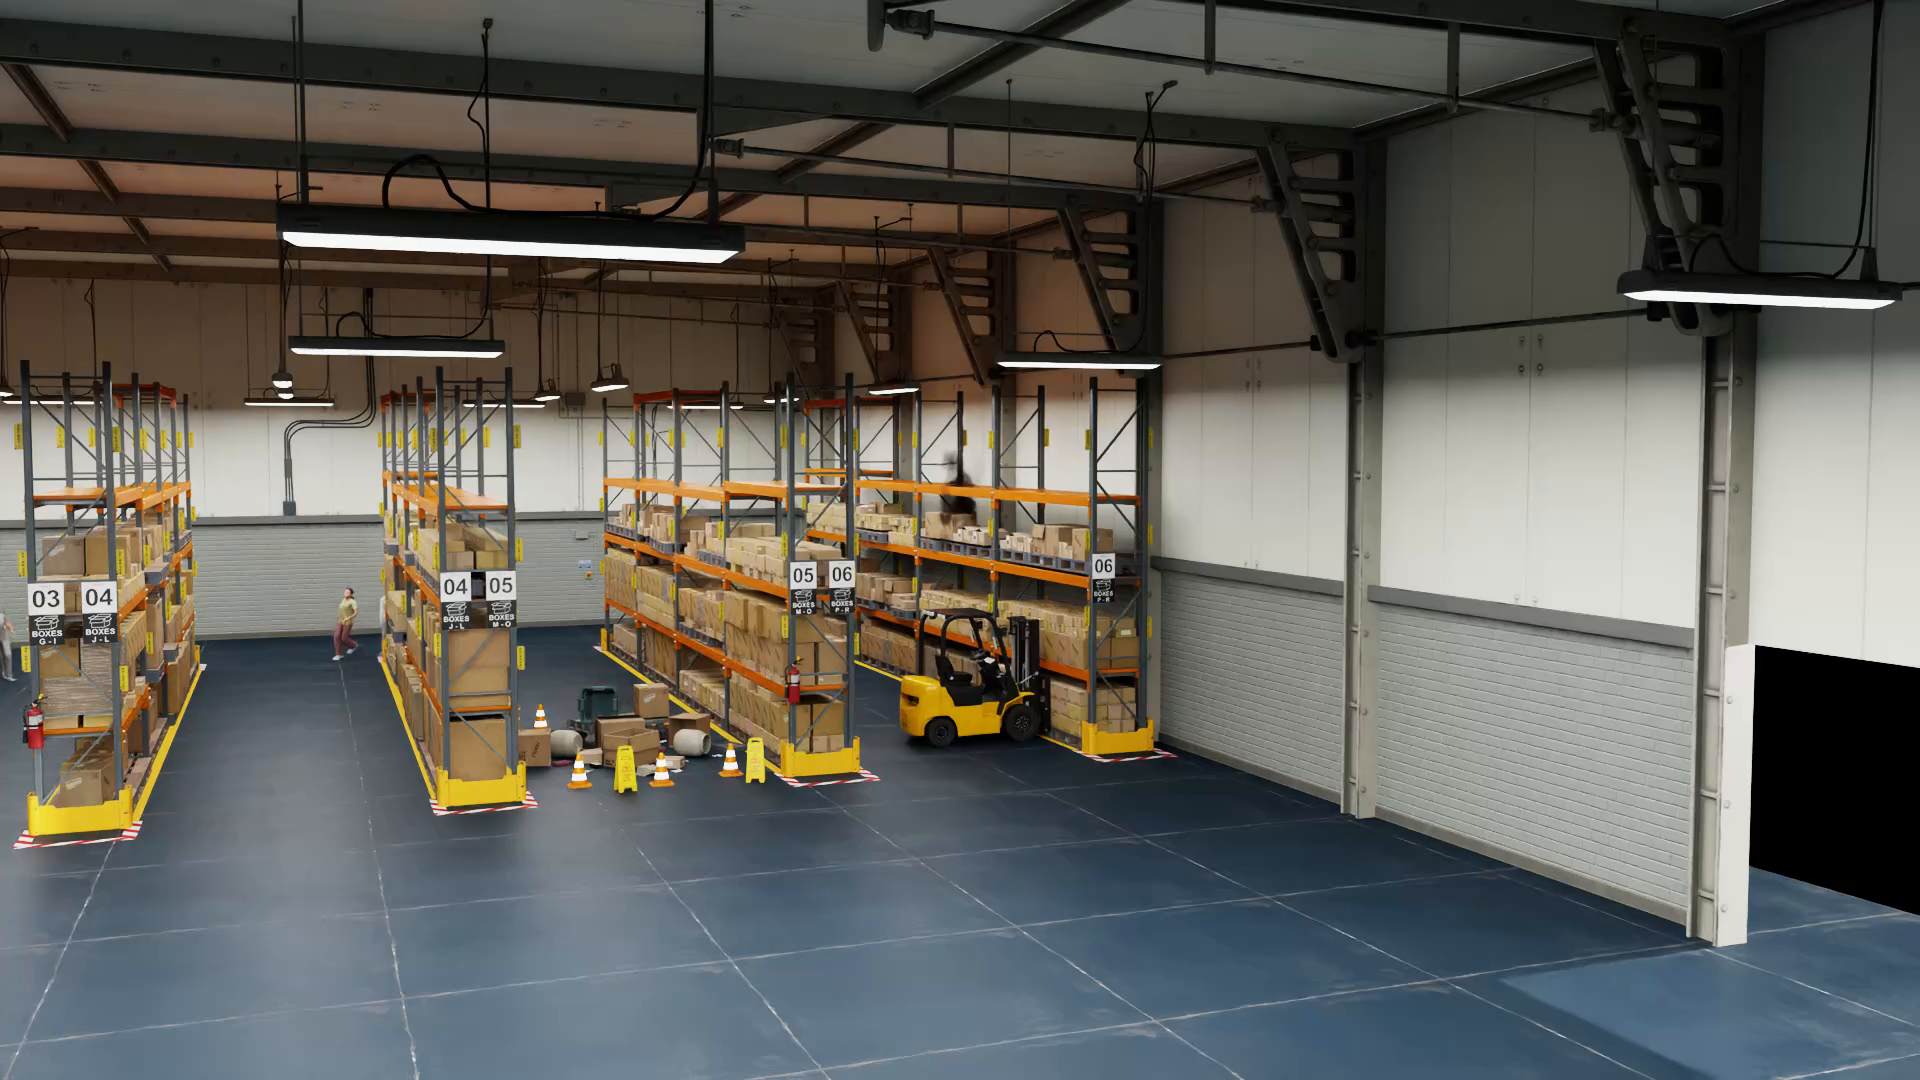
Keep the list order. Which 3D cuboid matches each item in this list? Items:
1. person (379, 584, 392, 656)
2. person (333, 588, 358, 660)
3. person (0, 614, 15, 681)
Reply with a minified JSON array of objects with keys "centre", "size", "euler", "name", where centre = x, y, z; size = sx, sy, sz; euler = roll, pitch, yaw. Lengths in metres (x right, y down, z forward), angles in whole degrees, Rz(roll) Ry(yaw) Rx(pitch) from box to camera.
[{"centre":[-13.263,1.832,38.751],"size":[0.513,1.668,0.671],"euler":[0,3,-1],"name":"person"},{"centre":[-14.000,1.906,38.048],"size":[0.616,1.651,0.723],"euler":[1,4,23],"name":"person"},{"centre":[-20.069,2.137,34.640],"size":[0.812,1.693,0.617],"euler":[3,5,44],"name":"person"}]
